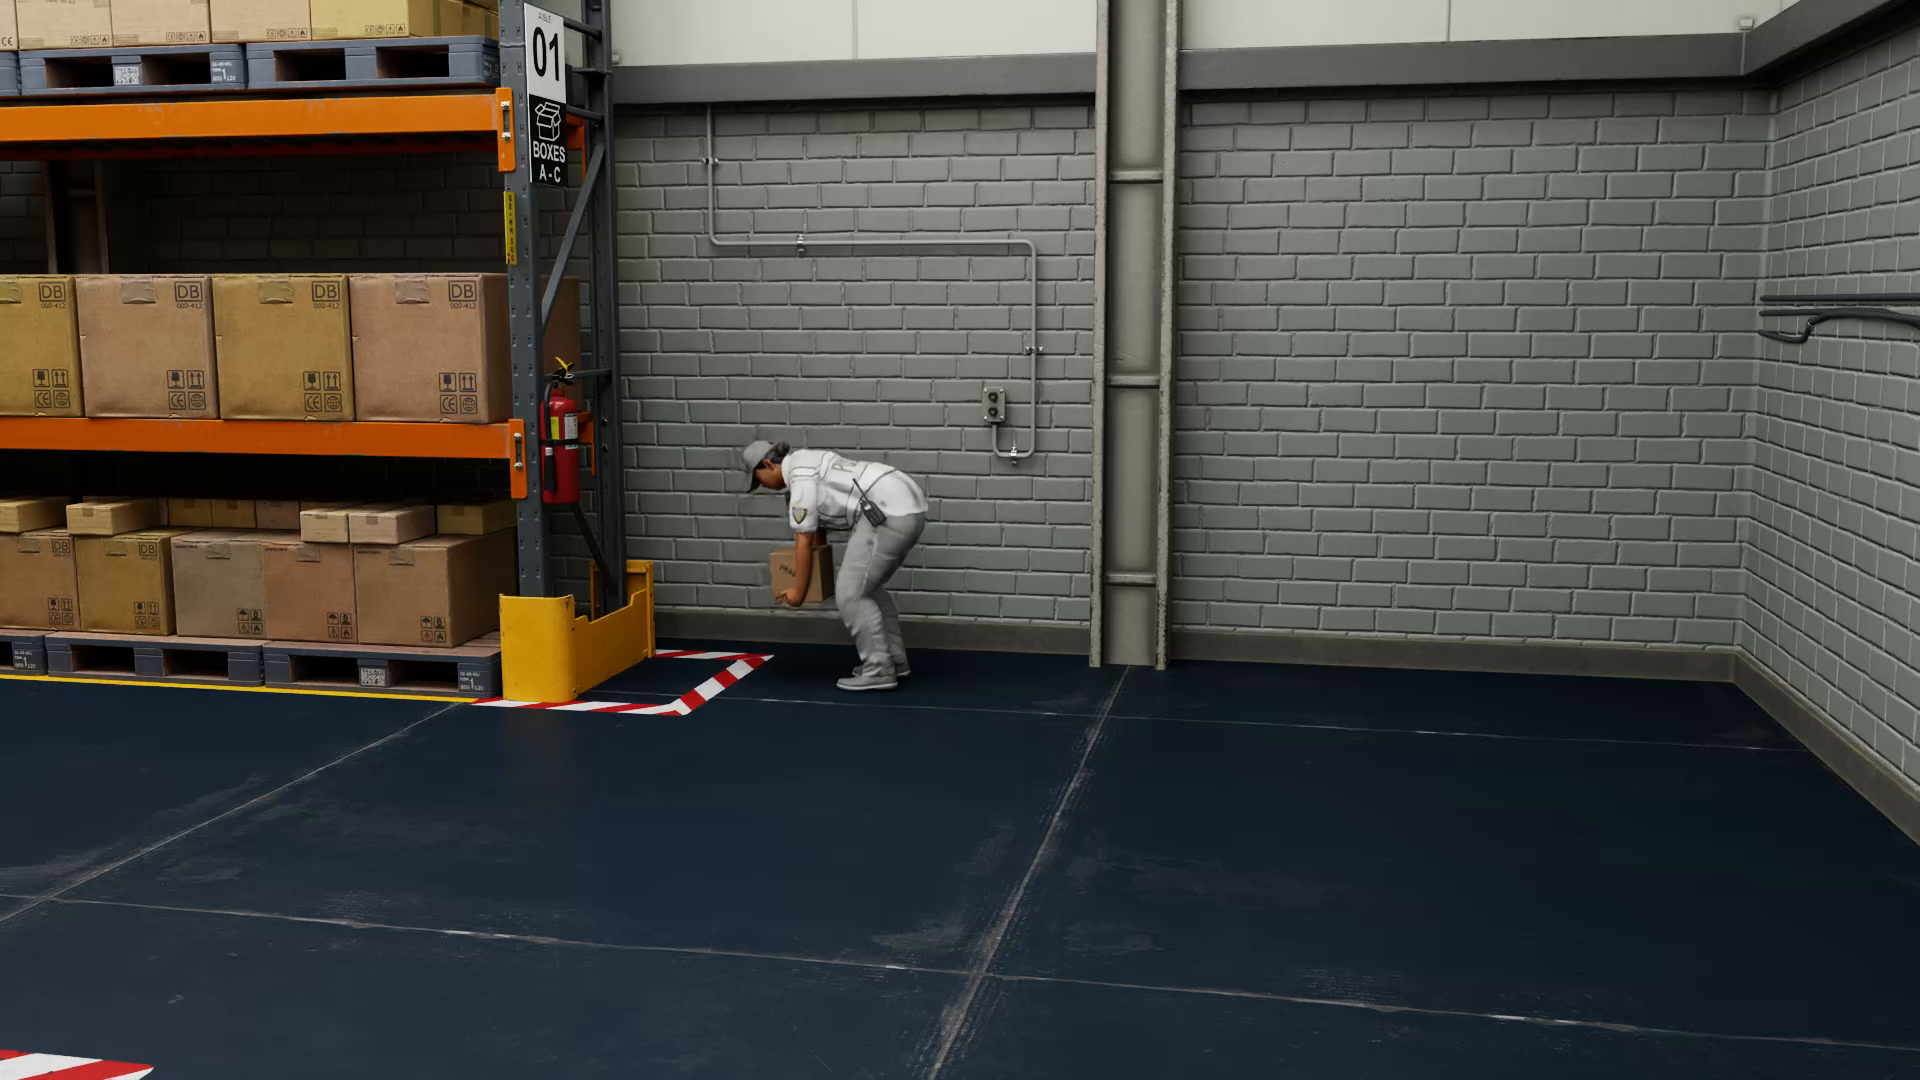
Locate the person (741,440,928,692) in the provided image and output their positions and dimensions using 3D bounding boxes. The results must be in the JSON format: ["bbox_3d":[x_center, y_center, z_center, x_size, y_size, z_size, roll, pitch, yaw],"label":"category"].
[{"bbox_3d":[-0.619,0.113,8.183,0.922,1.204,0.462,1,8,10],"label":"person"}]
